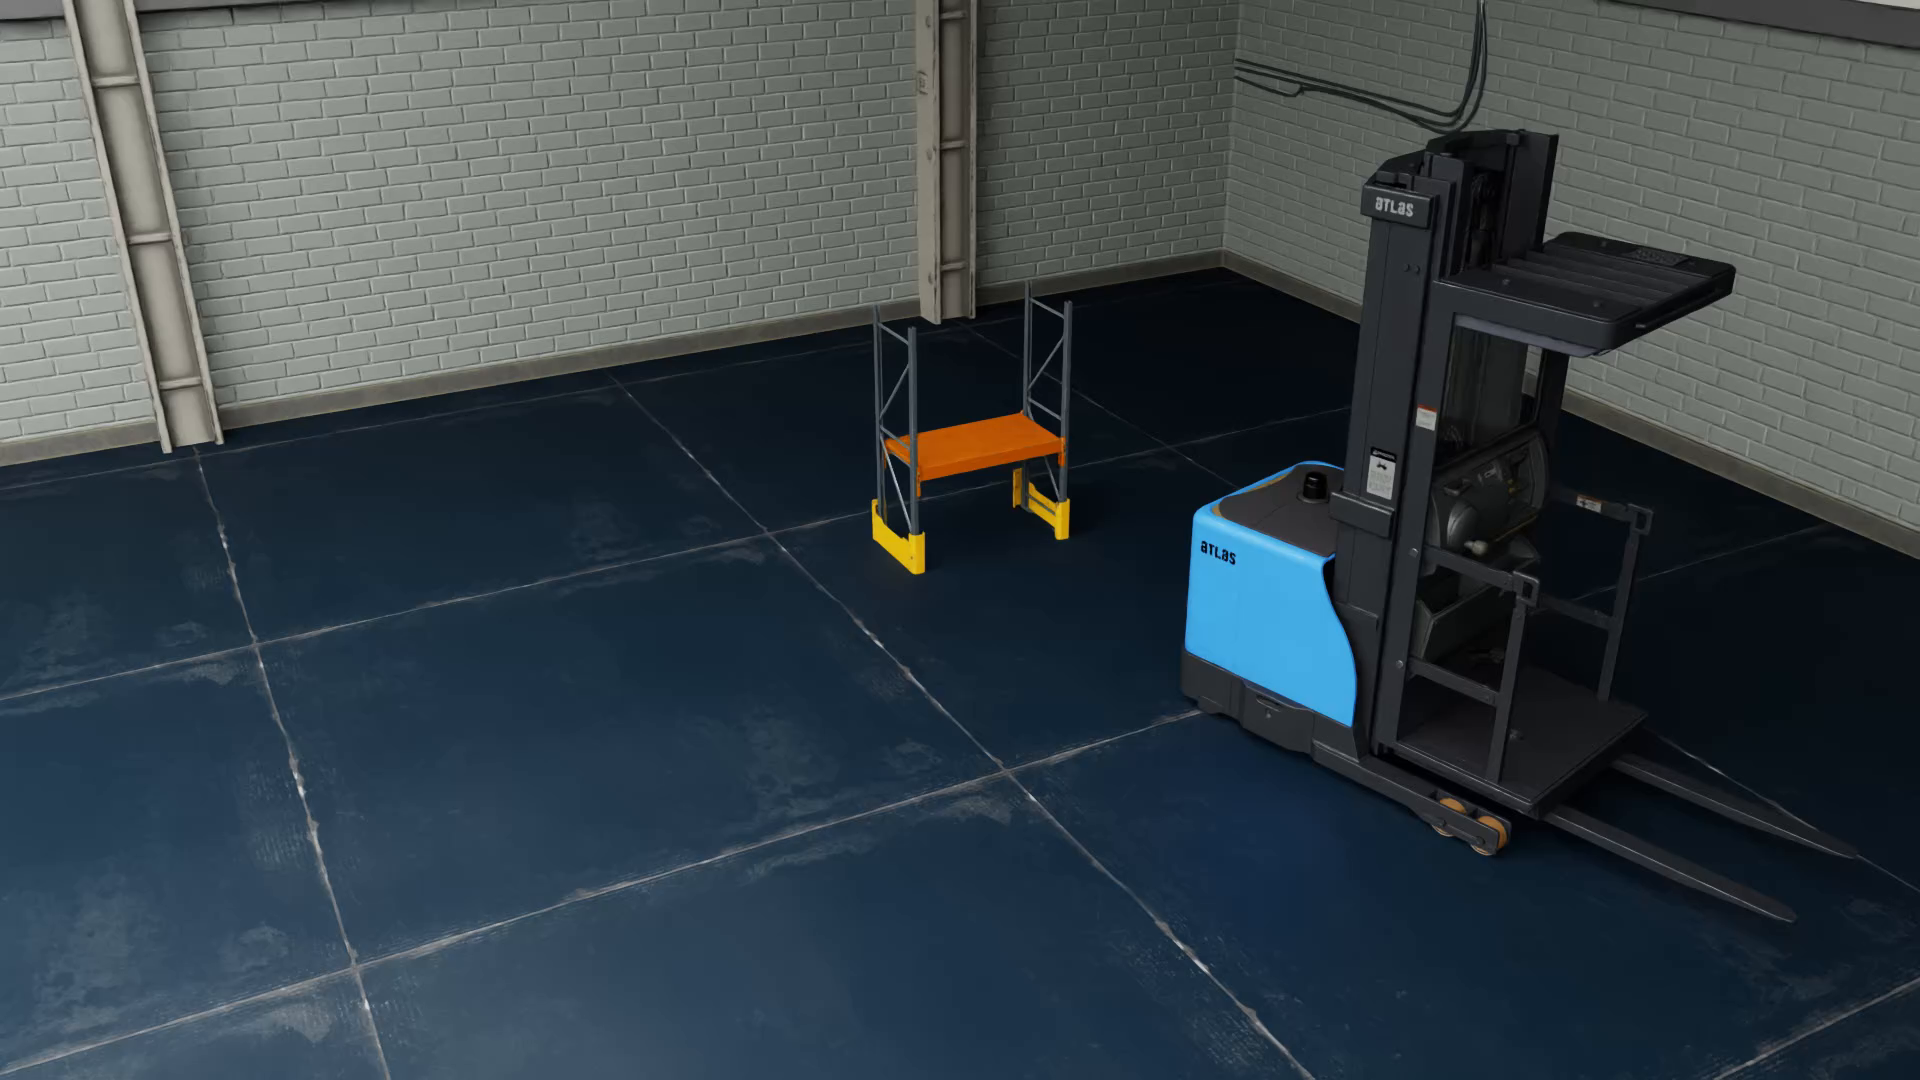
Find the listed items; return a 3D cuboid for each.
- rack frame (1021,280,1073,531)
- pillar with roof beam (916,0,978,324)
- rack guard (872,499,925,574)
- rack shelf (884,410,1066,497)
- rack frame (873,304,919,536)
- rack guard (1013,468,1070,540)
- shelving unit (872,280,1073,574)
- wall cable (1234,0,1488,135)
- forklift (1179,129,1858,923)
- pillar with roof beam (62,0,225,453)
[{"bbox_3d":[0.524,-0.797,10.177,0.032,1.500,0.500,-13,29,-25],"label":"rack frame"},{"bbox_3d":[1.919,-4.330,8.872,0.400,9.000,9.100,-13,29,-25],"label":"pillar with roof beam"},{"bbox_3d":[-0.372,-0.027,10.017,0.087,0.250,0.587,-13,29,-25],"label":"rack guard"},{"bbox_3d":[0.075,-0.531,10.039,1.000,0.185,0.538,-13,29,-25],"label":"rack shelf"},{"bbox_3d":[-0.373,-0.590,9.746,0.032,1.500,0.500,-13,29,-25],"label":"rack frame"},{"bbox_3d":[0.507,-0.230,10.439,0.087,0.250,0.587,-13,29,-25],"label":"rack guard"},{"bbox_3d":[0.067,-0.692,9.958,1.083,1.500,0.587,-13,29,-25],"label":"shelving unit"},{"bbox_3d":[3.115,-4.670,13.167,0.112,2.526,3.097,-13,29,-25],"label":"wall cable"},{"bbox_3d":[2.498,-0.181,7.241,1.130,2.935,3.031,-22,33,-38],"label":"forklift"},{"bbox_3d":[-3.375,-3.108,6.327,0.400,9.000,9.100,-13,29,-25],"label":"pillar with roof beam"}]
